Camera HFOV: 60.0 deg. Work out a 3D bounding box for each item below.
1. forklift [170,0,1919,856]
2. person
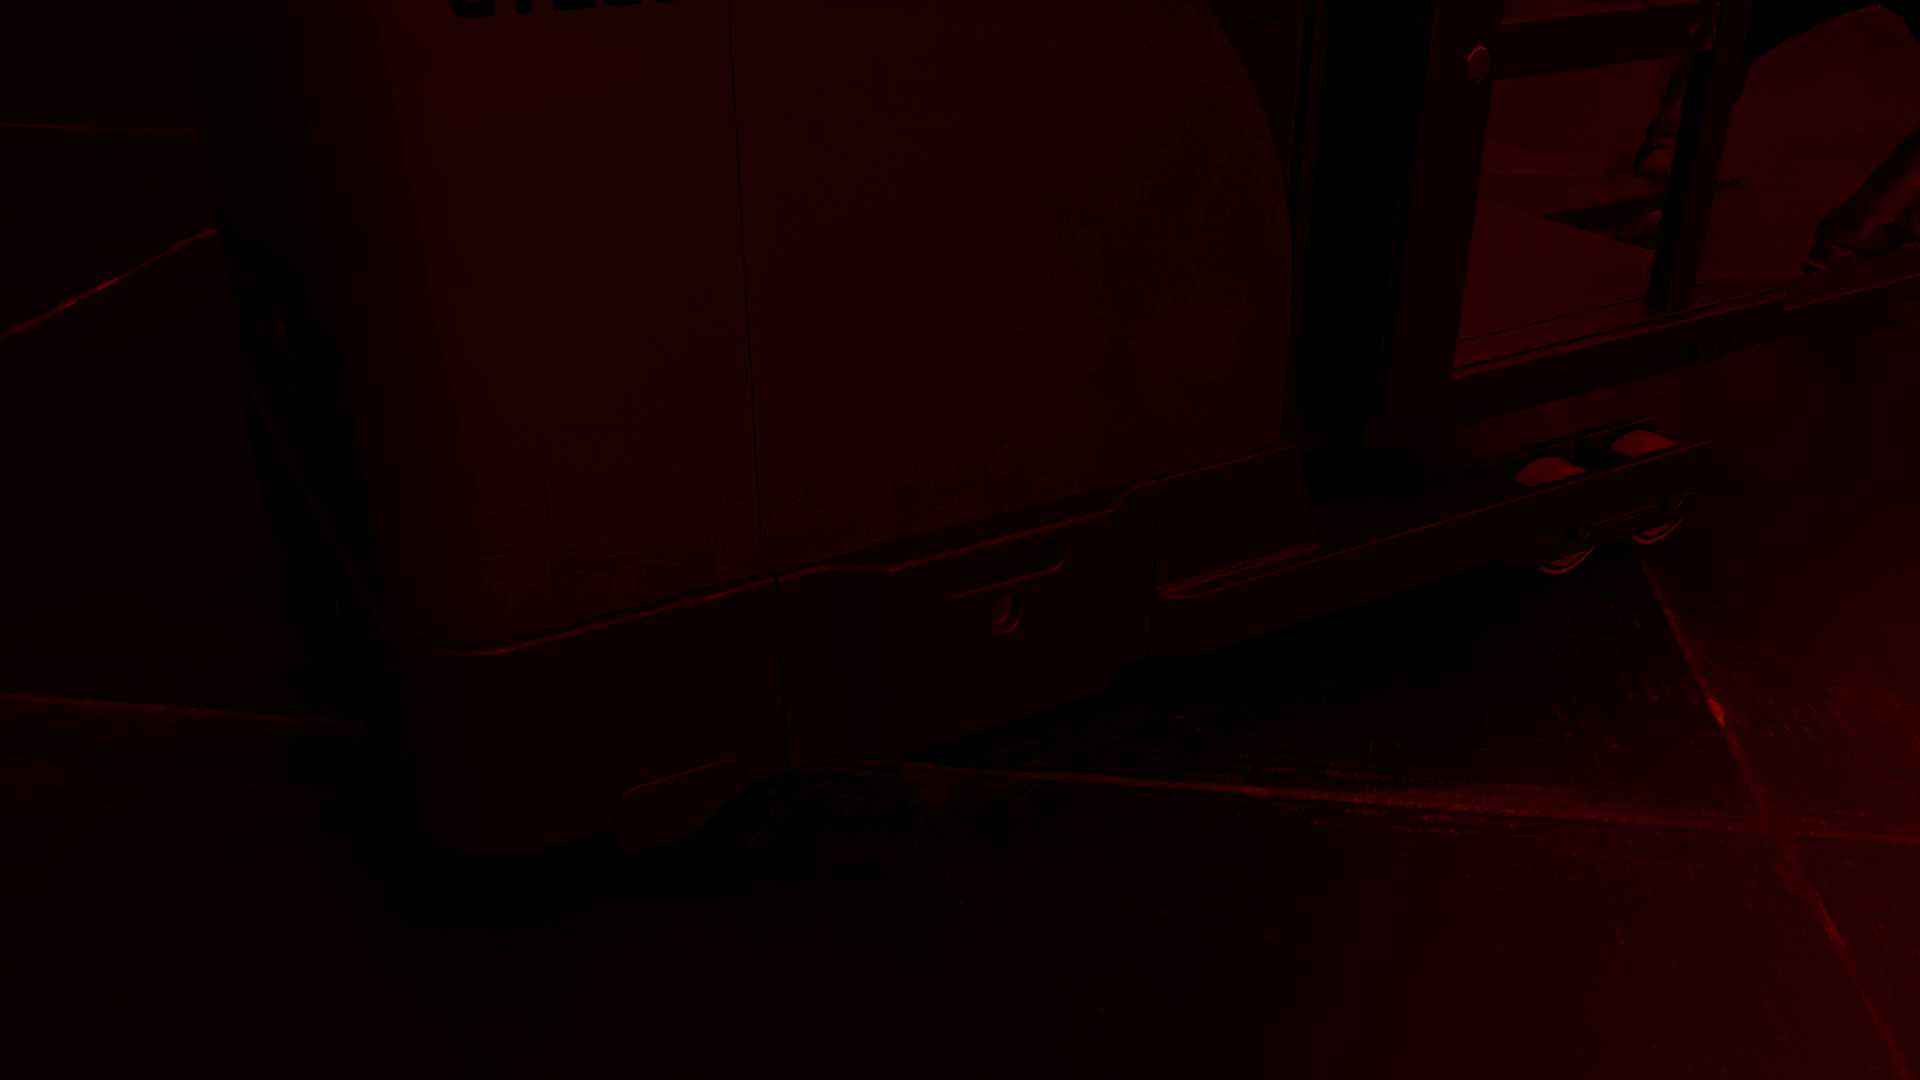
[{"bbox_3d":[0.526,-1.451,2.124,3.031,2.935,1.130,-15,30,-27],"label":"forklift"},{"bbox_3d":[1.839,-1.235,3.184,0.955,1.560,0.649,23,35,38],"label":"person"}]
